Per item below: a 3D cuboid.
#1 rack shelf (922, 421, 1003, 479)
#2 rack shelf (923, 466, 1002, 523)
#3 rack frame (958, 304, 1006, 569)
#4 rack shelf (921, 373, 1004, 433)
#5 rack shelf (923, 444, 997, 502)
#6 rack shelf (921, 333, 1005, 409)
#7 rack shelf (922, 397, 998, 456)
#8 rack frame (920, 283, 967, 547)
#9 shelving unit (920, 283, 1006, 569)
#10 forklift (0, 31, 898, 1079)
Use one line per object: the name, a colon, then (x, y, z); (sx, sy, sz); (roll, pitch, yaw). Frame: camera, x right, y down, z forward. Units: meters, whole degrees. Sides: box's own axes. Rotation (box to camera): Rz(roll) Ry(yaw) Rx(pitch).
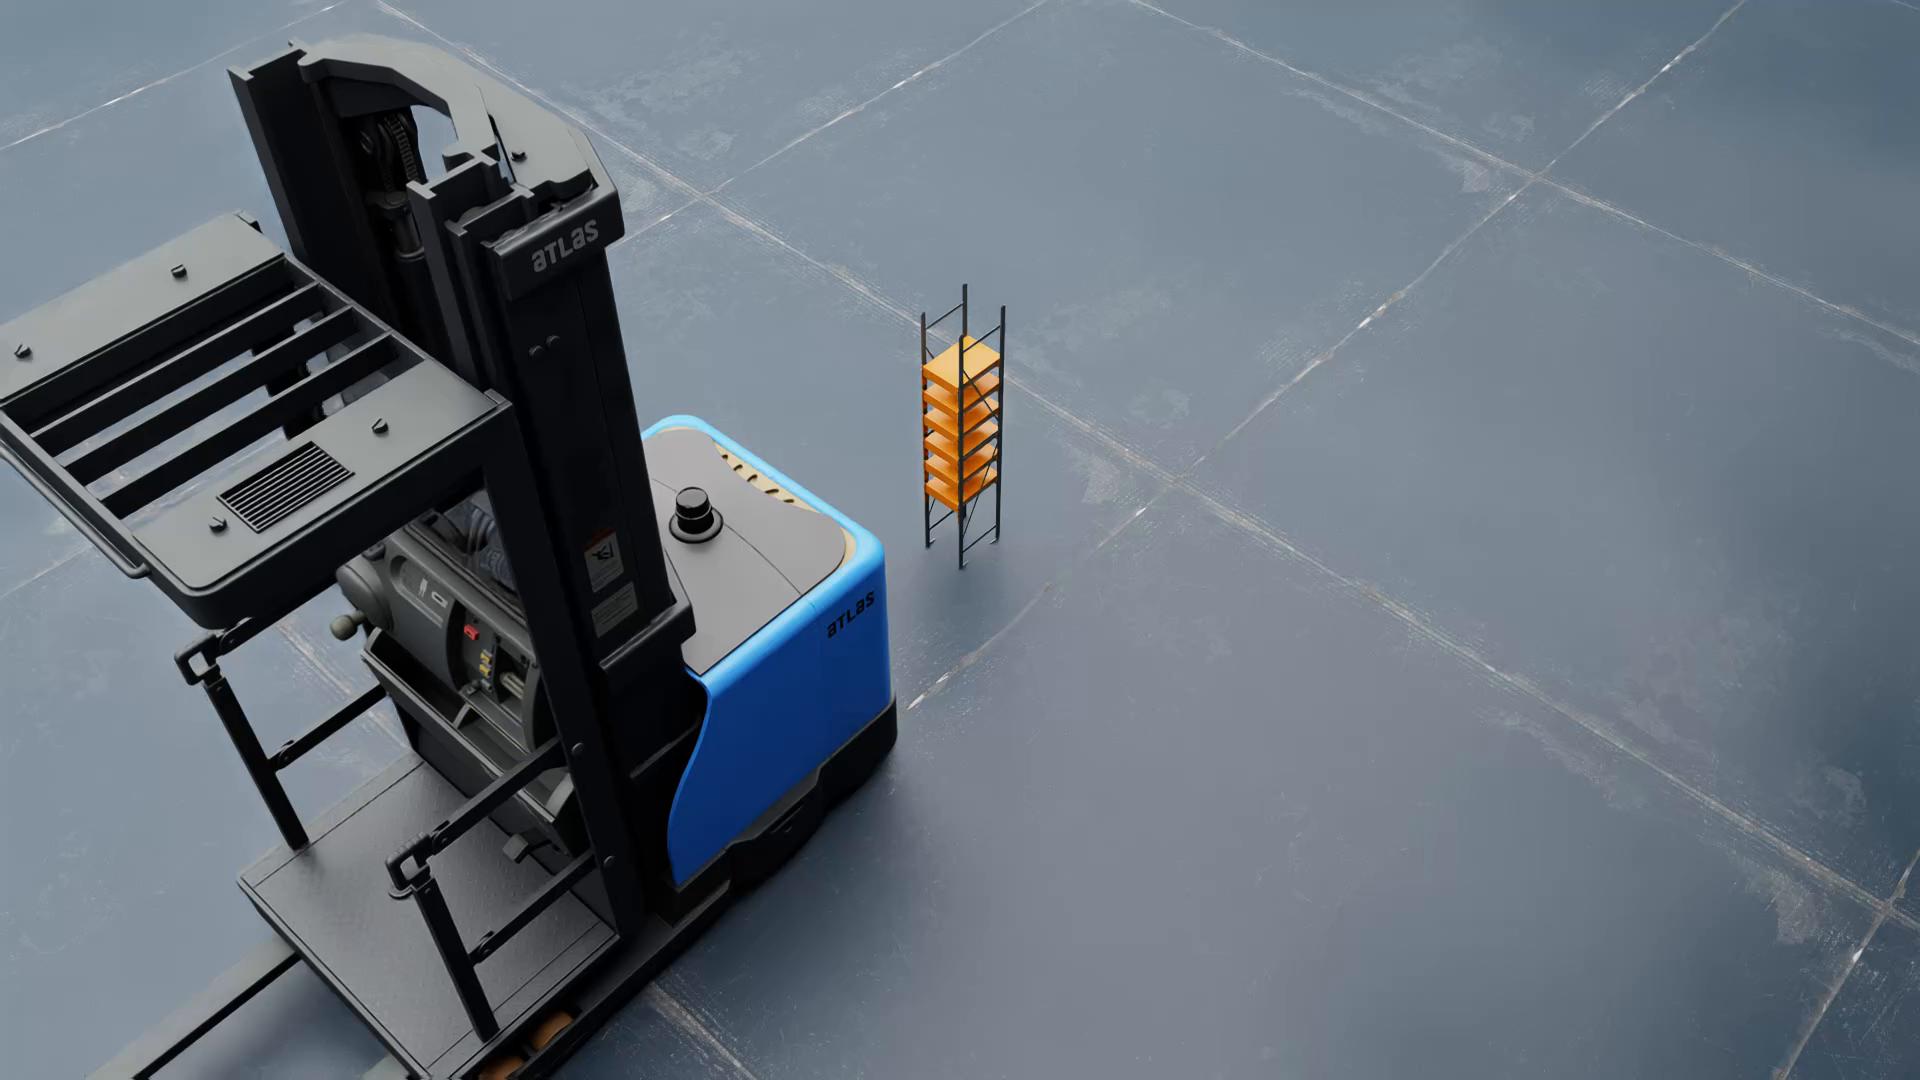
rack shelf: (0.011, -0.373, 6.338); (0.180, 0.103, 0.258); (34, 55, 28)
rack shelf: (0.011, -0.209, 6.513); (0.180, 0.103, 0.258); (34, 55, 28)
rack frame: (0.078, -0.358, 6.263); (0.006, 1.200, 0.240); (34, 55, 28)
rack shelf: (0.011, -0.537, 6.163); (0.180, 0.103, 0.258); (34, 55, 28)
rack shelf: (0.011, -0.291, 6.426); (0.180, 0.103, 0.258); (34, 55, 28)
rack shelf: (0.011, -0.620, 6.076); (0.180, 0.103, 0.258); (34, 55, 28)
rack shelf: (0.011, -0.455, 6.251); (0.180, 0.103, 0.258); (34, 55, 28)
rack frame: (-0.057, -0.449, 6.348); (0.006, 1.200, 0.240); (34, 55, 28)
shelving unit: (0.011, -0.404, 6.306); (0.189, 1.200, 0.258); (34, 55, 28)
forklift: (-1.580, 0.311, 4.448); (1.130, 2.935, 3.031); (33, 55, 27)
